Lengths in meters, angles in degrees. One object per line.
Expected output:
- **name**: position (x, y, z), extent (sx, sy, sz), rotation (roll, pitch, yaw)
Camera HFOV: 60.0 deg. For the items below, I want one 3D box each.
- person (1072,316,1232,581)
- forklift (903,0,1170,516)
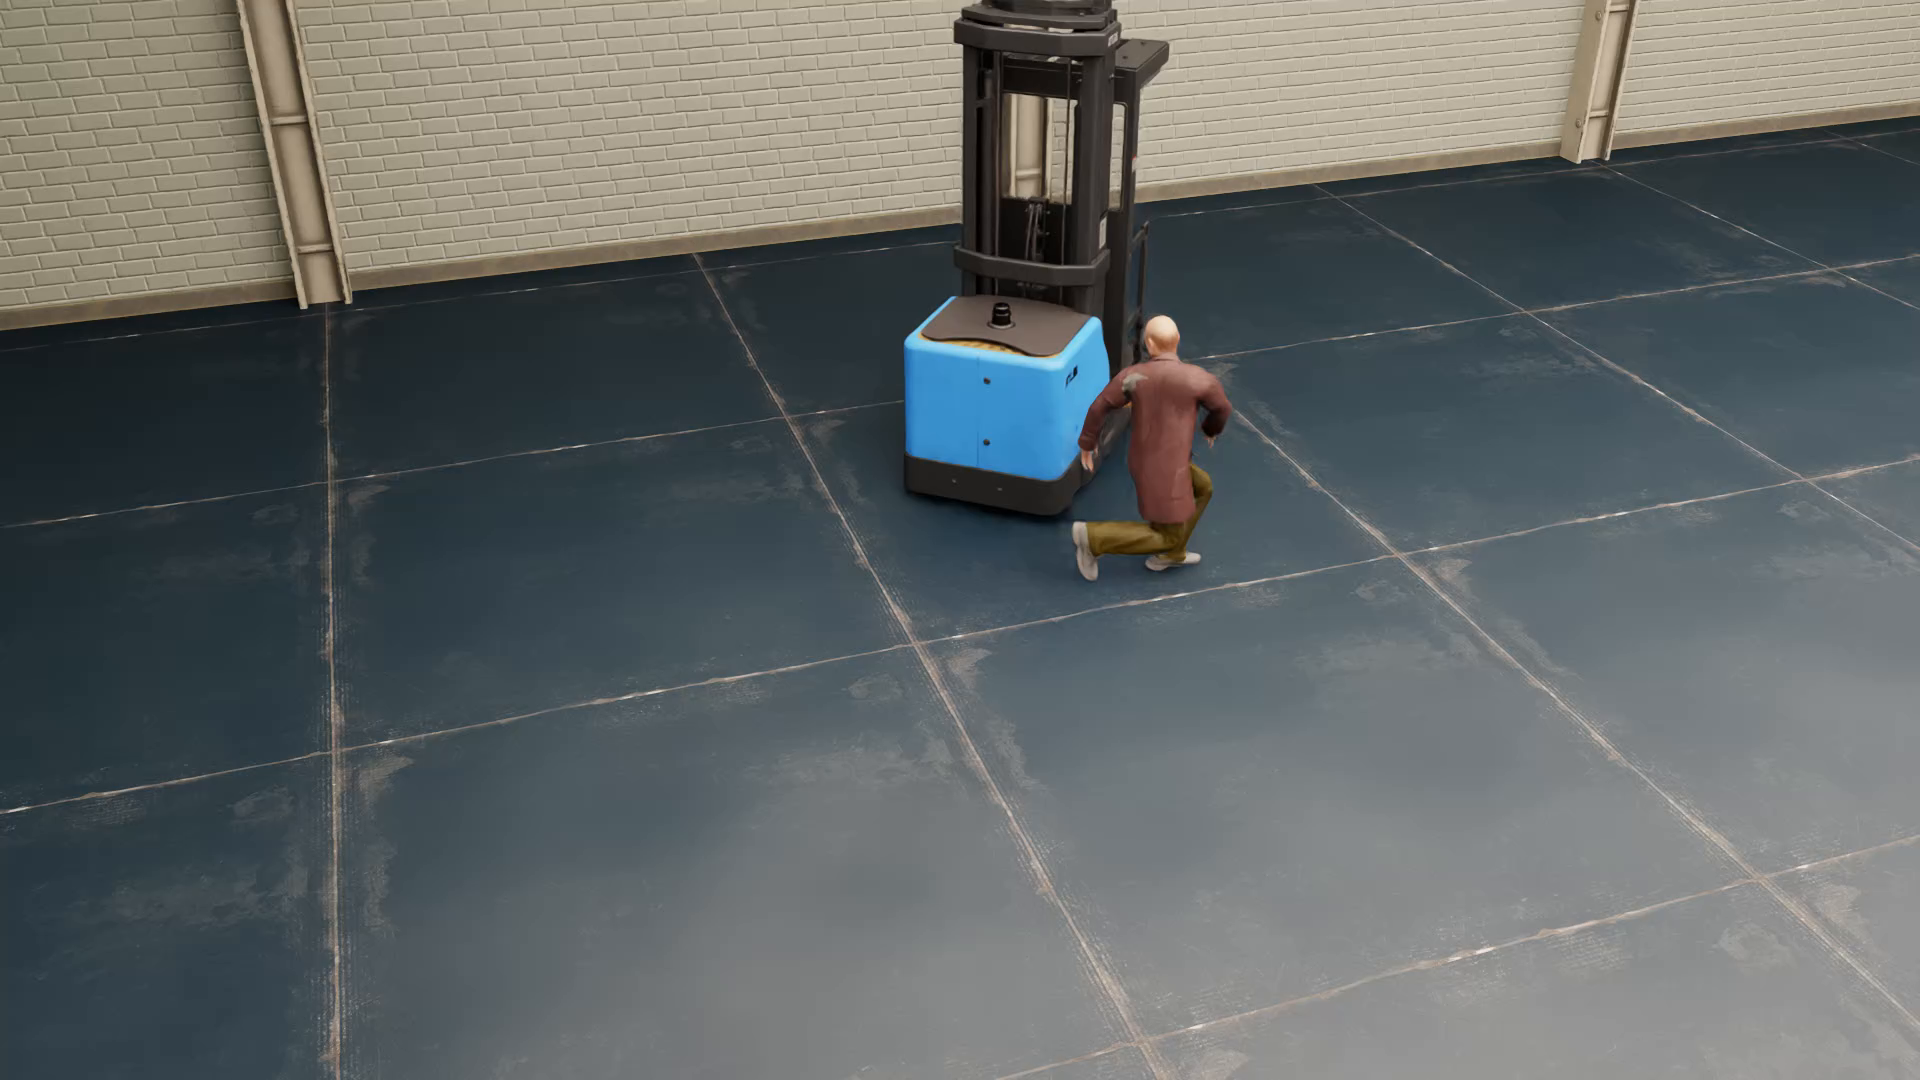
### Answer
- **person**: position (1.073, -0.494, 9.394), extent (0.928, 1.548, 0.699), rotation (-14, 33, -23)
- **forklift**: position (0.659, -2.138, 10.802), extent (1.130, 2.935, 3.031), rotation (11, 32, 19)
